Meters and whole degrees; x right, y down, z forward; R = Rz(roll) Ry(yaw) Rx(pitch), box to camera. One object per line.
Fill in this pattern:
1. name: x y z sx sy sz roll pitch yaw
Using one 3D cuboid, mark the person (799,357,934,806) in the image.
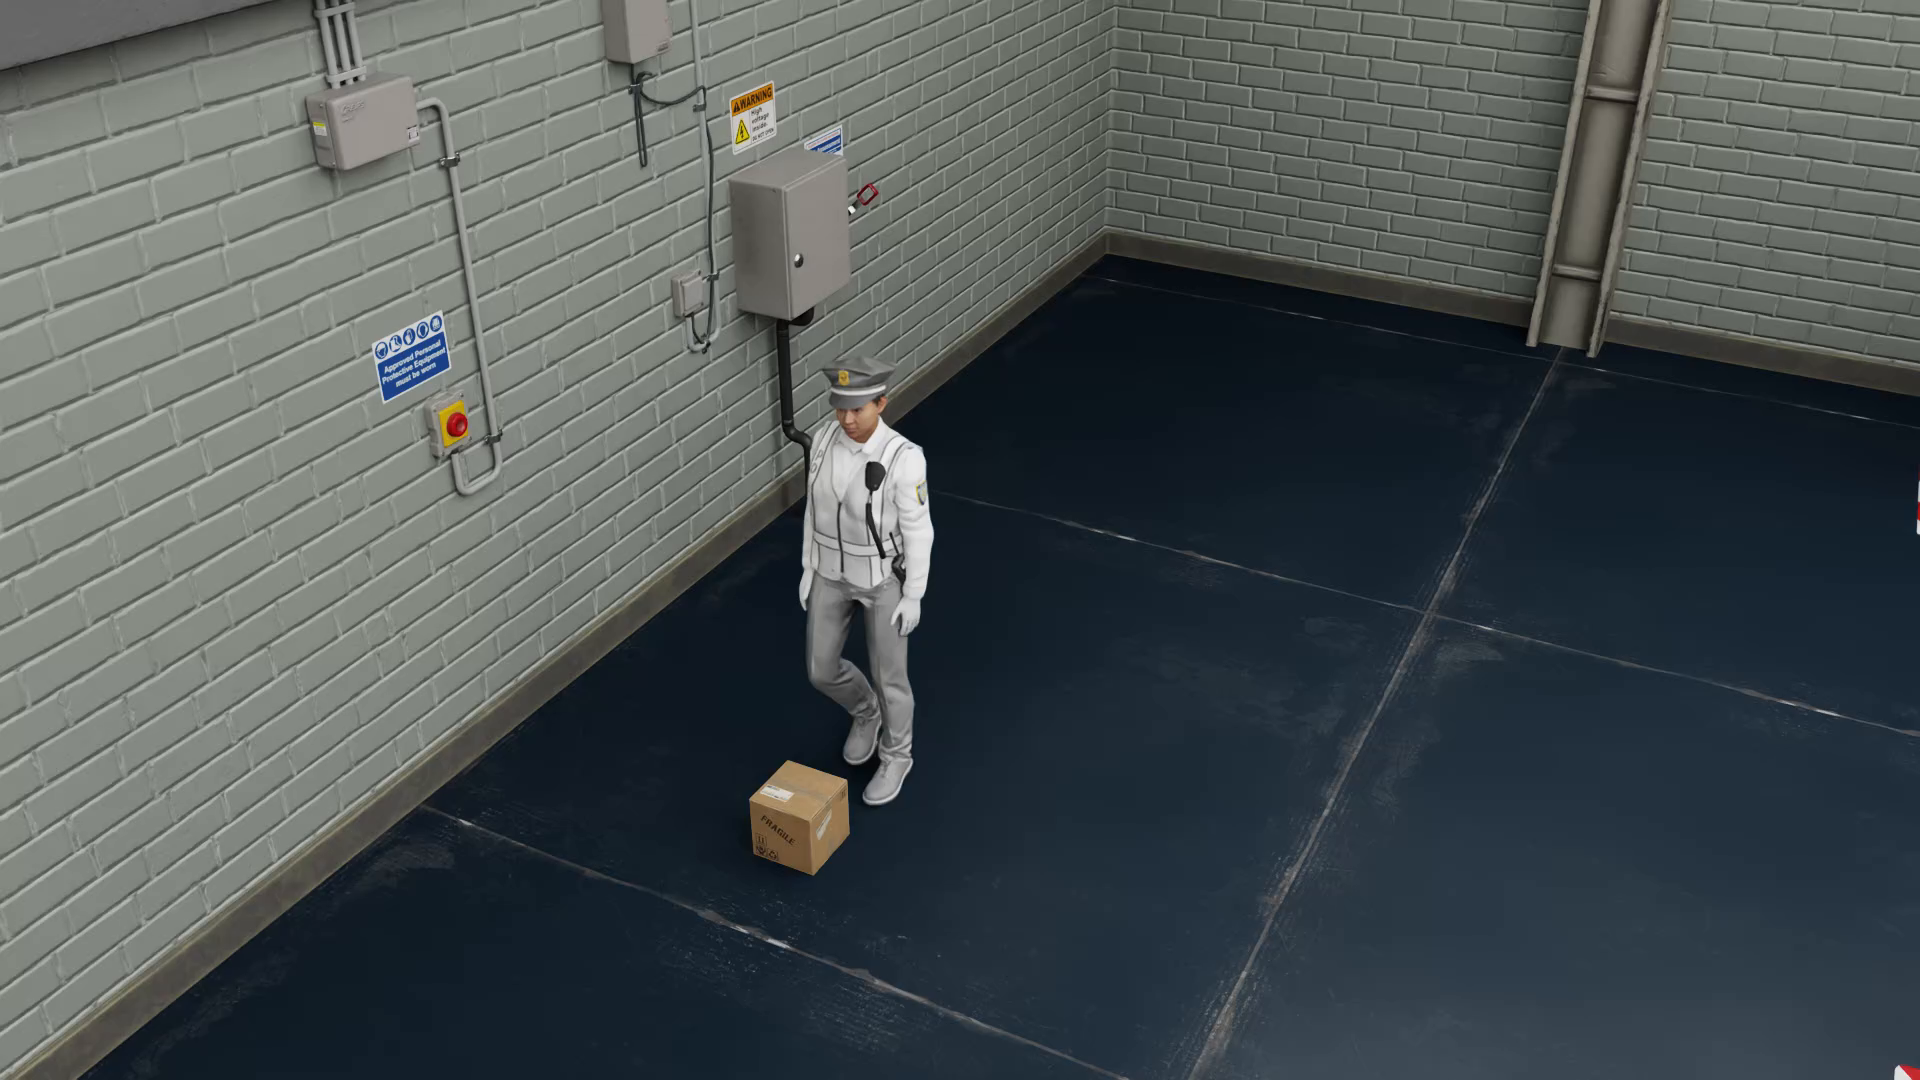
1. person: -0.326 0.137 5.859 0.496 1.689 0.401 15 33 24
